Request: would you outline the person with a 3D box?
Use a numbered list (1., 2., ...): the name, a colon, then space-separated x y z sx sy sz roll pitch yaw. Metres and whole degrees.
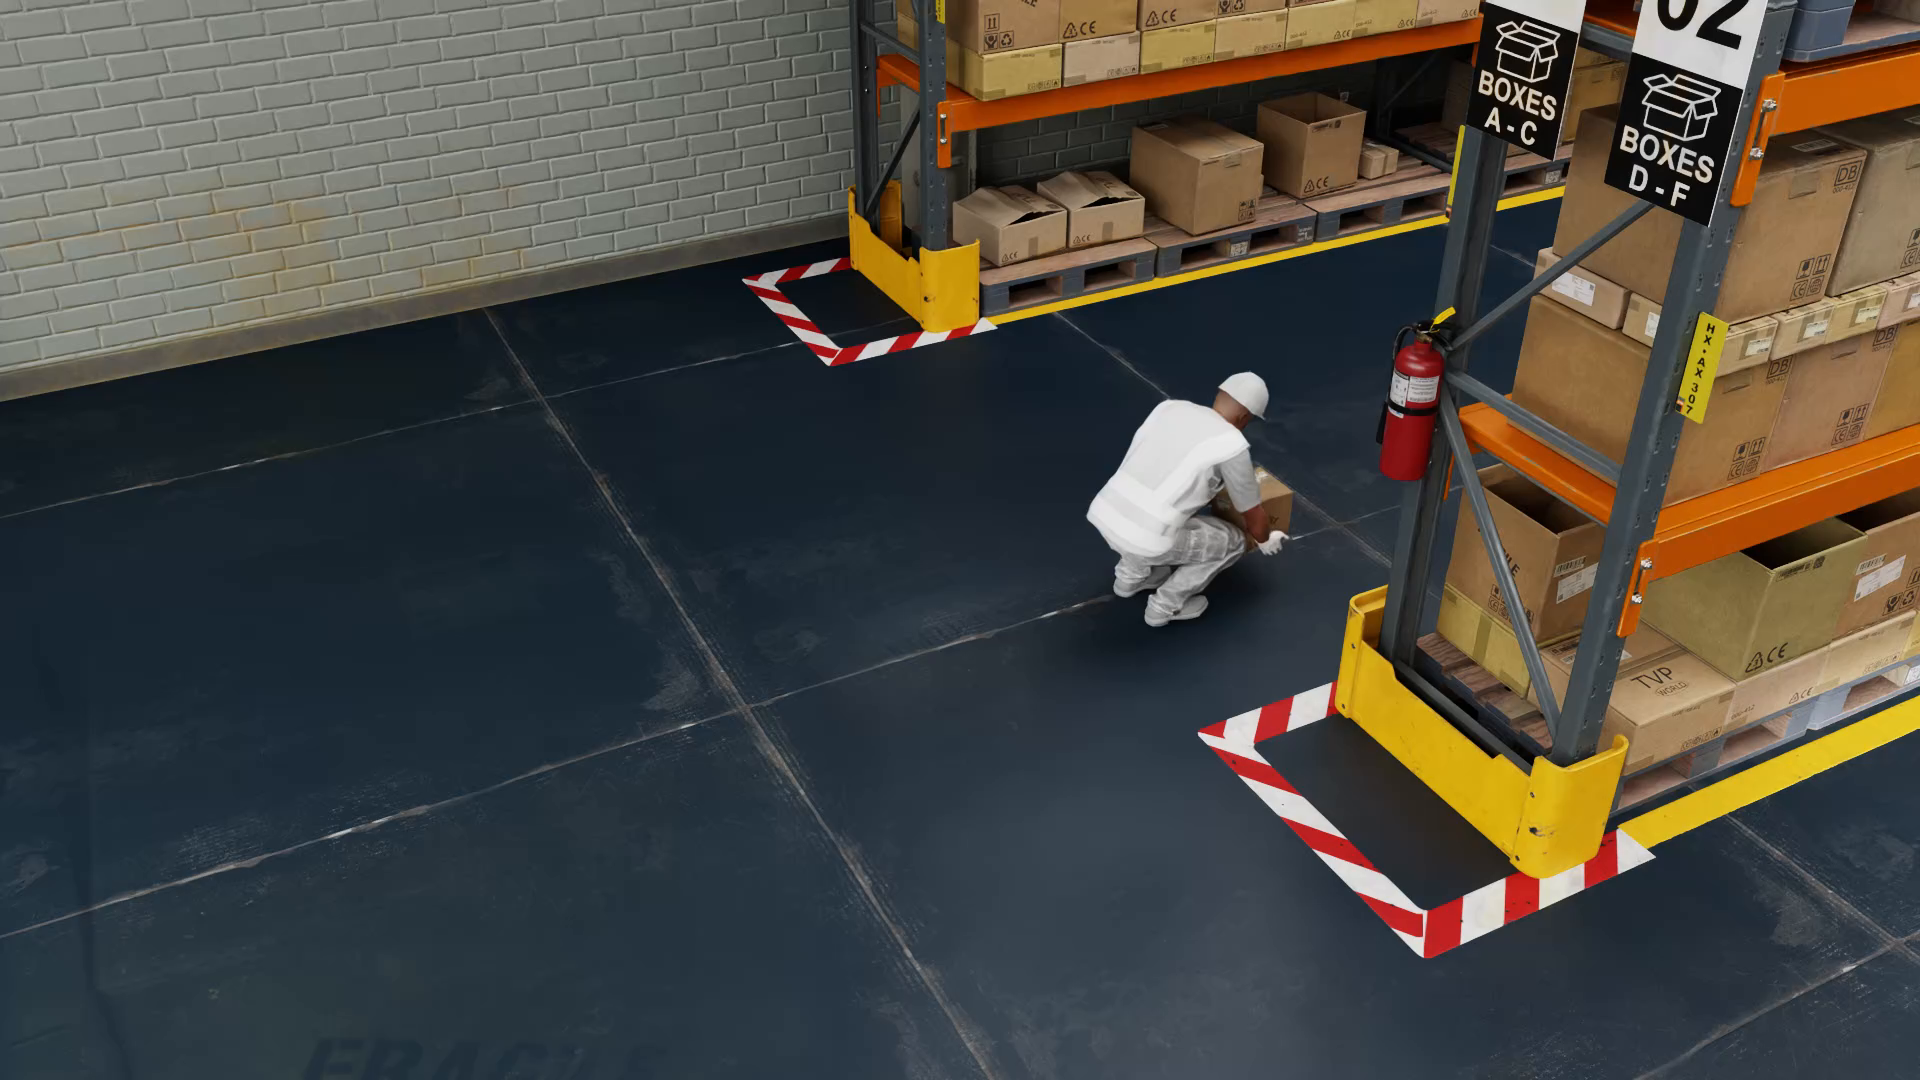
1. person: 0.977 -0.194 7.161 0.907 0.992 0.578 -16 36 -23
